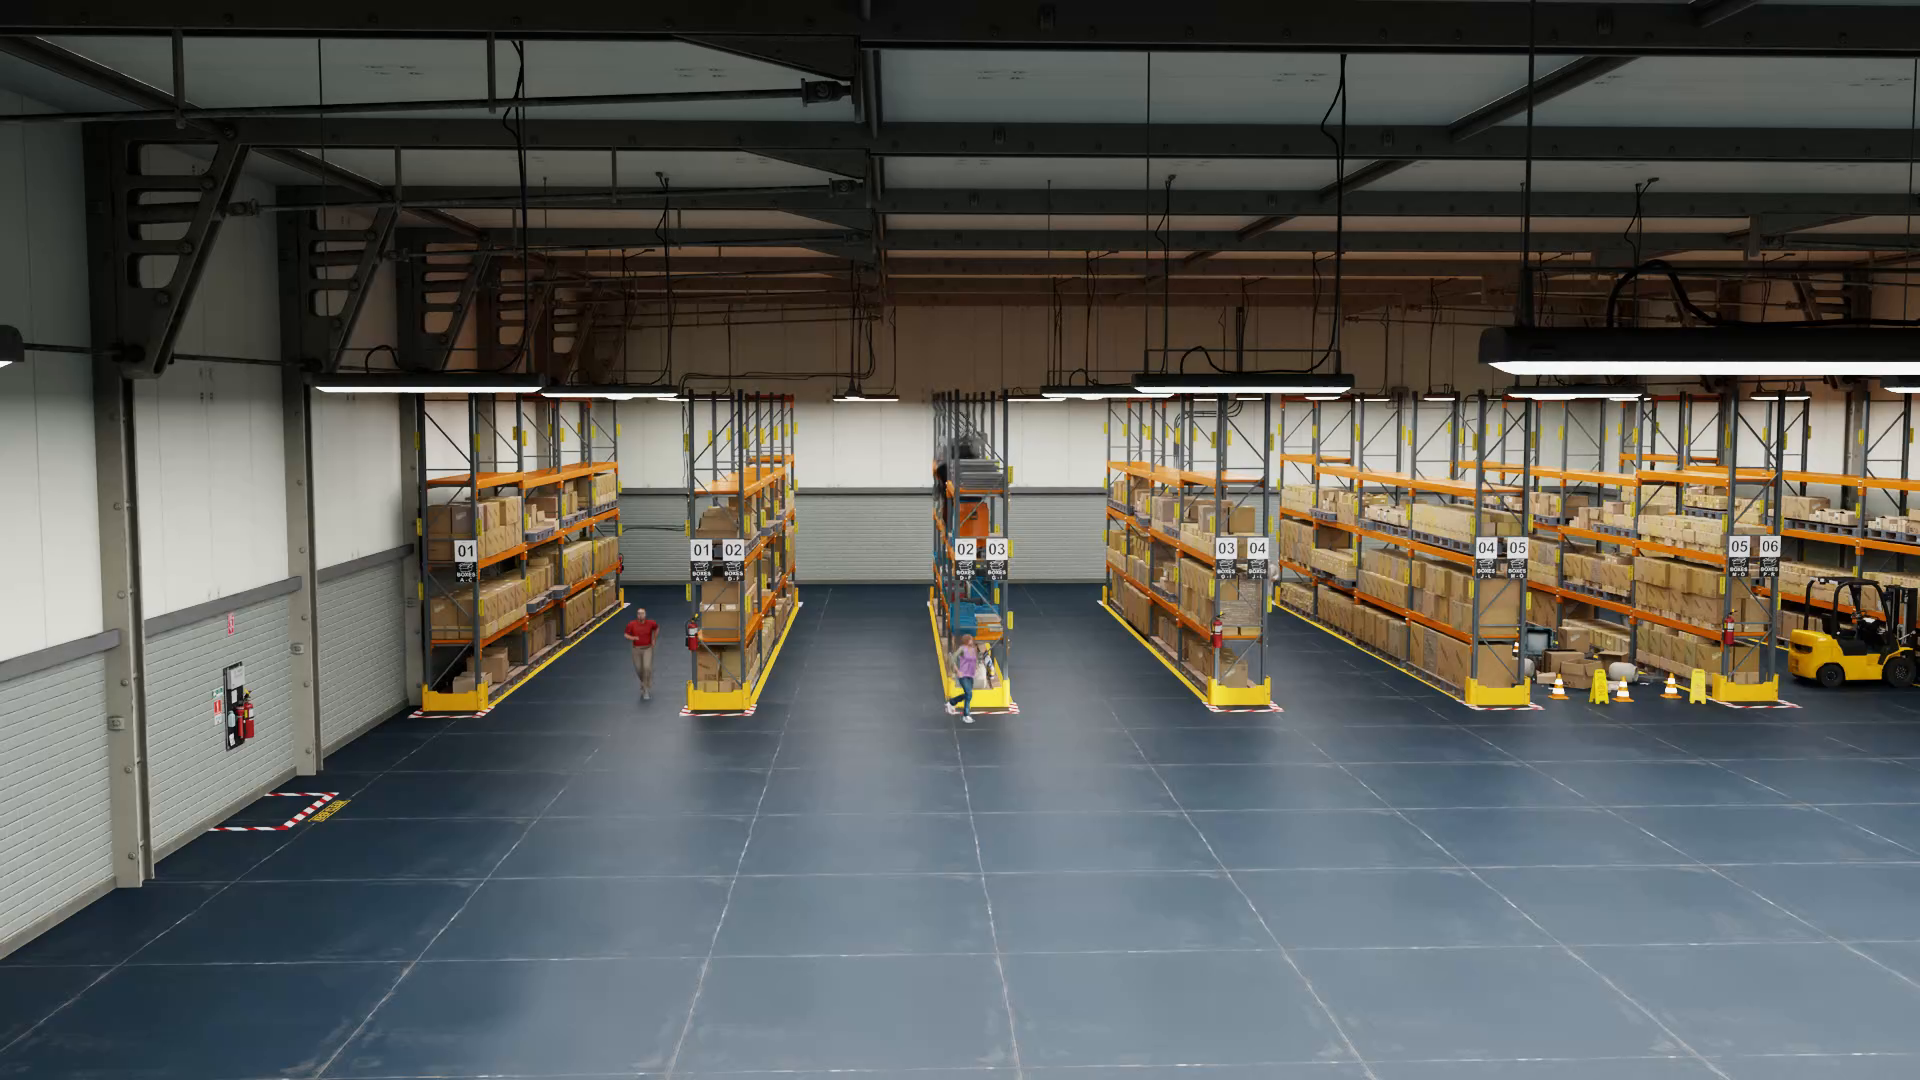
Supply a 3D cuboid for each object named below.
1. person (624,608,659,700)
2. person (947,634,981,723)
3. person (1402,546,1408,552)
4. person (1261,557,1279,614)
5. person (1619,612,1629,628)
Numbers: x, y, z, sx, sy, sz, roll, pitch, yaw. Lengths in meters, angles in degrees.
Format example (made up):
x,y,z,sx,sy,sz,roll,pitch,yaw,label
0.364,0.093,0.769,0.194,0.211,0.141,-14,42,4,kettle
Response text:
x,y,z,sx,sy,sz,roll,pitch,yaw,label
-6.262,2.220,32.674,0.626,1.789,1.009,0,5,-1,person
0.073,2.502,30.200,0.670,1.557,0.584,4,6,40,person
13.153,0.875,49.153,0.955,1.646,0.567,-1,5,-14,person
8.105,1.287,44.100,0.695,1.708,0.761,-1,5,-12,person
16.266,1.566,40.723,0.538,1.692,0.757,-1,5,-10,person
